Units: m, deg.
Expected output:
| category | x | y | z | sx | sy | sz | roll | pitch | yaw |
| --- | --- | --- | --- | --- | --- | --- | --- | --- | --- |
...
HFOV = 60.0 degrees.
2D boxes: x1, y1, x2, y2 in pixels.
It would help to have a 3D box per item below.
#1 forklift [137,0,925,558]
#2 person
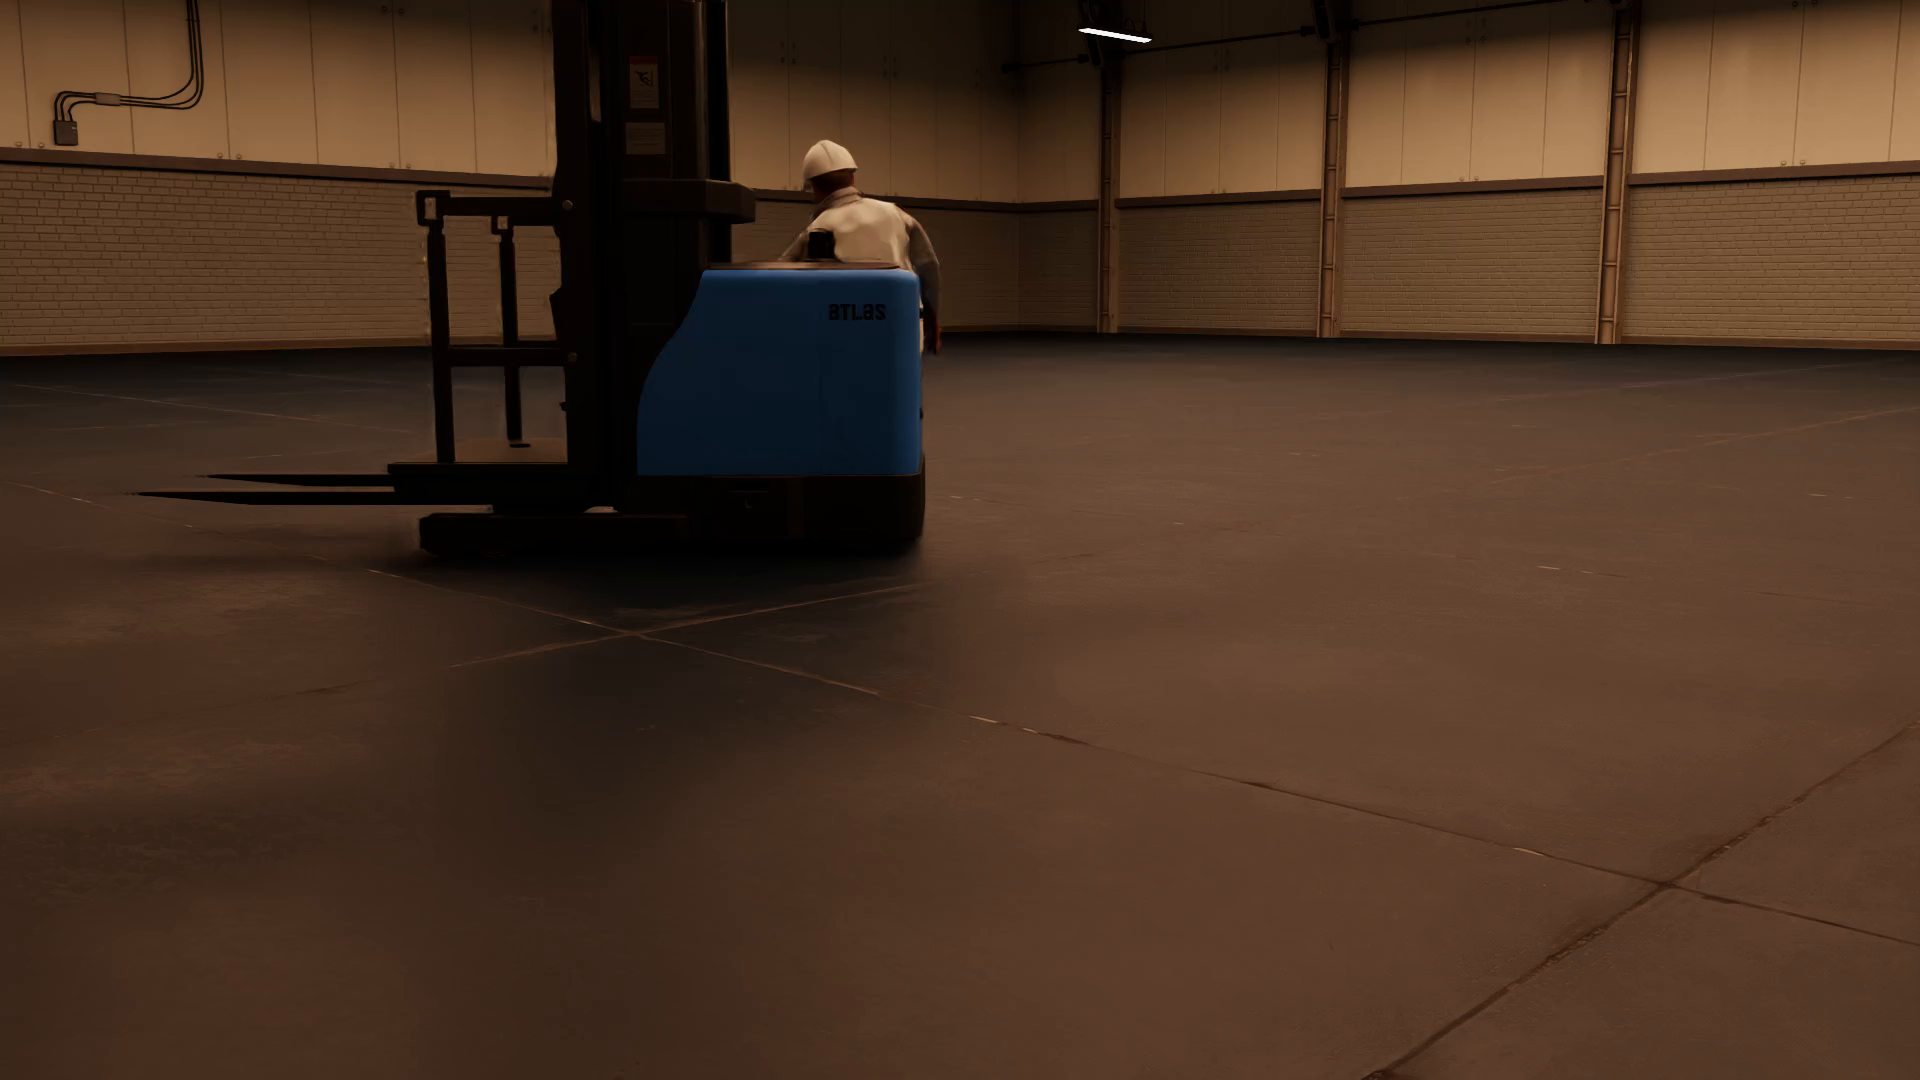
| category | x | y | z | sx | sy | sz | roll | pitch | yaw |
| --- | --- | --- | --- | --- | --- | --- | --- | --- | --- |
| forklift | -1.666 | -1.460 | 6.568 | 3.031 | 2.935 | 1.130 | 0 | 9 | 0 |
| person | -0.546 | -0.887 | 7.105 | 0.866 | 1.565 | 0.930 | -5 | 10 | -30 |
